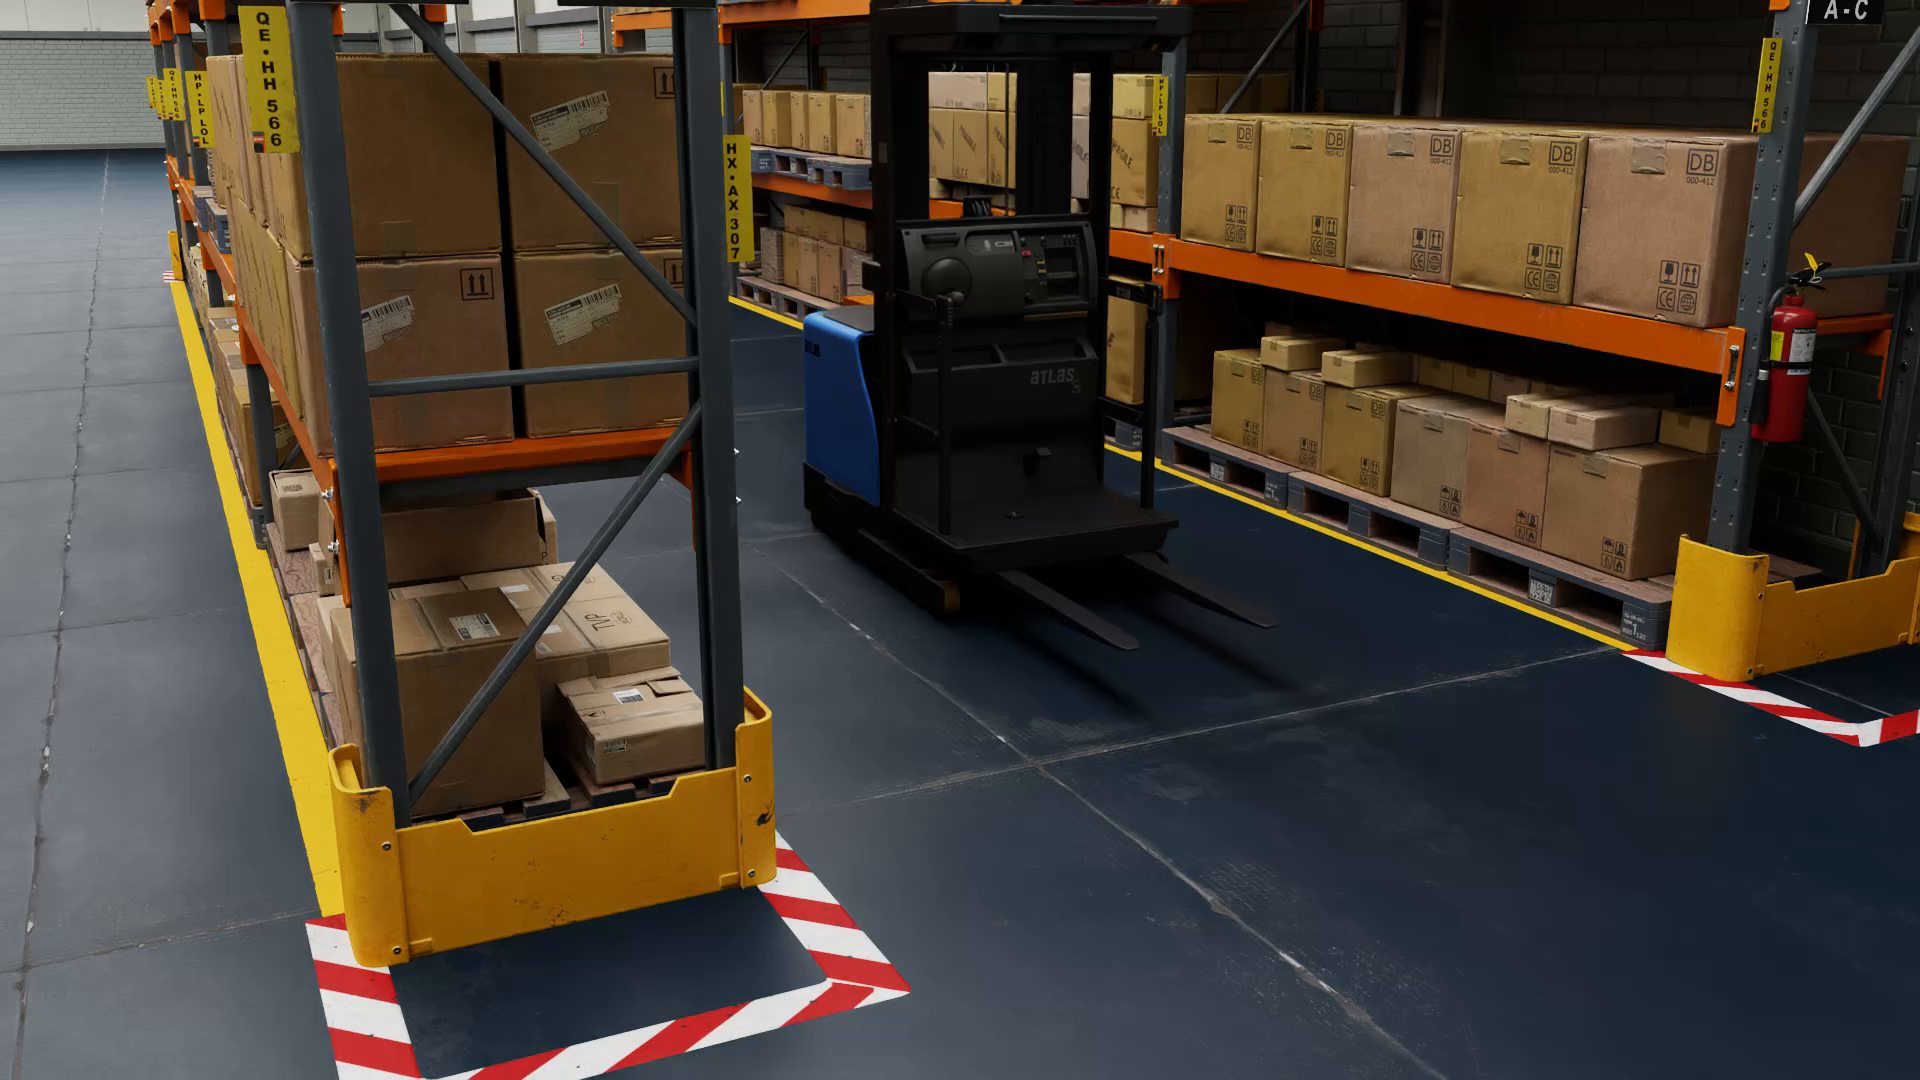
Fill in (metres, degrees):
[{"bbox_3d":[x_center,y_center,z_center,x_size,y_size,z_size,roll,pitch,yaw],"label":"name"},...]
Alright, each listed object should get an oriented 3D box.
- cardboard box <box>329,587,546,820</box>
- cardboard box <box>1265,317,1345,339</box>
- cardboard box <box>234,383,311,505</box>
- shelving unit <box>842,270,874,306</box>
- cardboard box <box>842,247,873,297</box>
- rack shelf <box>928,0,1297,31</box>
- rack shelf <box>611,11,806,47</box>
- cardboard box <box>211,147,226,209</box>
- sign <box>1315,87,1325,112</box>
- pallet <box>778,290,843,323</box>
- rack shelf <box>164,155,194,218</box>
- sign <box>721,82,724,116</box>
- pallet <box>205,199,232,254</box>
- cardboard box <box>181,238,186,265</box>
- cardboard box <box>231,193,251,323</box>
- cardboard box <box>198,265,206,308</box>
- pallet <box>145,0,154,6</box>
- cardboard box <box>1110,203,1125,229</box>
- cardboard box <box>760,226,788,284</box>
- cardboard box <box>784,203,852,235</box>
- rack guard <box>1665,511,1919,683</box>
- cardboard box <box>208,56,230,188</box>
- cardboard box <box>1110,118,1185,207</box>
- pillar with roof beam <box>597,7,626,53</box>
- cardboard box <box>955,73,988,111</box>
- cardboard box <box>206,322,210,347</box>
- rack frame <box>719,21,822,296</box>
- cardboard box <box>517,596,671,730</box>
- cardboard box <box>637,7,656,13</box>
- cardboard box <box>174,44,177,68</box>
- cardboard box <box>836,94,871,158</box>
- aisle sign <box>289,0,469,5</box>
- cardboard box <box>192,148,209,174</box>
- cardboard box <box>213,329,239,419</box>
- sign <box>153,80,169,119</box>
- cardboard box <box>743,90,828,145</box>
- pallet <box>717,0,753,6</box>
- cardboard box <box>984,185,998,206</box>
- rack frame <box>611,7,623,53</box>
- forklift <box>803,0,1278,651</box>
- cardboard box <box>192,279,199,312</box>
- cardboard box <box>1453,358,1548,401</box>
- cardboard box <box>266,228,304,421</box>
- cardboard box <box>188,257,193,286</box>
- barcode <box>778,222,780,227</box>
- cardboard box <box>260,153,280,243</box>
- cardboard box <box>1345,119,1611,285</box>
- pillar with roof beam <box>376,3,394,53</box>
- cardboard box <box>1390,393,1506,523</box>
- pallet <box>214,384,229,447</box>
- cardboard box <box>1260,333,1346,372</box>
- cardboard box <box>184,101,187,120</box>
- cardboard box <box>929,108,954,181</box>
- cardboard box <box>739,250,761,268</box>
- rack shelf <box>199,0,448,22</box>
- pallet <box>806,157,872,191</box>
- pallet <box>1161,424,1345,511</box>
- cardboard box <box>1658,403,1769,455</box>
[{"bbox_3d":[-1.539,0.474,4.893,0.500,0.500,0.500,-8,18,-25],"label":"cardboard box"},{"bbox_3d":[1.970,-1.176,9.505,0.380,0.149,0.250,-8,18,-25],"label":"cardboard box"},{"bbox_3d":[-3.306,-0.500,8.289,0.500,0.500,0.500,-8,18,-25],"label":"cardboard box"},{"bbox_3d":[-0.423,-0.832,8.974,0.258,1.200,0.503,-7,18,-24],"label":"shelving unit"},{"bbox_3d":[-0.616,-2.318,14.623,0.700,0.500,0.500,-8,18,-25],"label":"cardboard box"},{"bbox_3d":[0.743,-3.594,11.202,1.077,0.370,4.000,-8,18,-25],"label":"rack shelf"},{"bbox_3d":[-2.761,-5.577,18.115,1.077,0.370,4.000,-8,18,-25],"label":"rack shelf"},{"bbox_3d":[-3.661,-2.083,9.128,0.700,0.500,0.500,-13,21,-39],"label":"cardboard box"},{"bbox_3d":[2.118,-2.523,9.893,0.100,0.325,0.005,-8,18,-25],"label":"sign"},{"bbox_3d":[-1.004,-2.149,15.358,1.003,0.211,1.213,-8,18,-25],"label":"pallet"},{"bbox_3d":[-7.213,-3.536,16.439,1.077,0.370,4.000,-8,18,-25],"label":"rack shelf"},{"bbox_3d":[-2.370,-4.334,16.346,0.100,0.325,0.005,-8,18,-25],"label":"sign"},{"bbox_3d":[-3.728,-1.820,9.504,1.003,0.211,1.213,-8,18,-25],"label":"pallet"},{"bbox_3d":[-8.054,-3.098,17.832,0.500,0.250,0.500,-8,18,-25],"label":"cardboard box"},{"bbox_3d":[-2.626,-1.165,6.689,0.500,0.500,0.500,-7,18,-24],"label":"cardboard box"},{"bbox_3d":[-5.705,-2.022,13.066,0.500,0.311,0.500,-7,17,-23],"label":"cardboard box"},{"bbox_3d":[-7.803,-5.599,17.045,1.003,0.211,1.213,-8,18,-25],"label":"pallet"},{"bbox_3d":[1.085,-2.000,10.201,0.380,0.149,0.250,-7,18,-24],"label":"cardboard box"},{"bbox_3d":[-1.548,-2.815,16.356,0.700,0.500,0.500,-7,17,-23],"label":"cardboard box"},{"bbox_3d":[-1.352,-3.067,15.874,0.500,0.250,0.500,-8,18,-26],"label":"cardboard box"},{"bbox_3d":[3.382,0.197,6.656,1.175,0.500,0.348,-8,18,-25],"label":"rack guard"},{"bbox_3d":[-2.652,-1.652,6.576,0.500,0.500,0.500,-8,18,-27],"label":"cardboard box"},{"bbox_3d":[1.191,-2.287,10.024,0.500,0.500,0.500,-8,18,-26],"label":"cardboard box"},{"bbox_3d":[-9.052,-8.759,22.461,9.100,9.000,0.400,-8,18,-25],"label":"pillar with roof beam"},{"bbox_3d":[0.293,-3.154,11.688,0.500,0.250,0.500,-8,18,-25],"label":"cardboard box"},{"bbox_3d":[-5.481,-1.628,12.708,0.500,0.250,0.500,-7,18,-24],"label":"cardboard box"},{"bbox_3d":[-1.885,-3.986,16.701,1.000,3.000,0.127,-8,18,-25],"label":"rack frame"},{"bbox_3d":[-1.282,0.407,5.583,0.500,0.250,0.500,-8,18,-25],"label":"cardboard box"},{"bbox_3d":[-3.282,-6.098,18.407,0.500,0.500,0.500,-7,17,-22],"label":"cardboard box"},{"bbox_3d":[-7.196,-4.540,16.101,0.700,0.500,0.500,-8,18,-25],"label":"cardboard box"},{"bbox_3d":[-0.617,-3.504,14.044,0.700,0.500,0.500,-10,19,-30],"label":"cardboard box"},{"bbox_3d":[-1.325,-1.606,3.697,0.394,0.787,0.004,-8,18,-25],"label":"aisle sign"},{"bbox_3d":[-6.537,-3.543,14.979,0.700,0.500,0.500,-8,18,-26],"label":"cardboard box"},{"bbox_3d":[-4.192,-1.003,10.041,0.500,0.500,0.500,-8,18,-26],"label":"cardboard box"},{"bbox_3d":[-6.835,-3.773,14.246,0.100,0.325,0.005,-8,18,-25],"label":"sign"},{"bbox_3d":[-1.693,-4.115,16.172,0.700,0.500,0.500,-8,18,-25],"label":"cardboard box"},{"bbox_3d":[-1.711,-5.171,15.735,1.213,0.211,1.003,-8,18,-25],"label":"pallet"},{"bbox_3d":[0.392,-2.457,11.795,0.380,0.149,0.250,-7,18,-24],"label":"cardboard box"},{"bbox_3d":[-3.638,-4.977,20.157,1.000,3.000,0.127,-8,18,-25],"label":"rack frame"},{"bbox_3d":[0.274,-1.212,7.159,1.130,2.935,3.031,-7,18,-24],"label":"forklift"},{"bbox_3d":[-6.383,-2.136,14.480,0.500,0.250,0.500,-8,18,-26],"label":"cardboard box"},{"bbox_3d":[2.653,-0.791,8.163,0.380,0.149,0.250,-7,18,-24],"label":"cardboard box"},{"bbox_3d":[-1.751,-0.665,4.948,0.500,0.500,0.500,-7,18,-24],"label":"cardboard box"},{"bbox_3d":[-7.179,-2.602,16.104,0.500,0.250,0.500,-8,18,-25],"label":"cardboard box"},{"bbox_3d":[-1.906,-3.312,17.509,0.001,0.075,0.075,-8,18,-25],"label":"barcode"},{"bbox_3d":[-1.744,-1.141,4.796,0.500,0.500,0.500,-7,17,-23],"label":"cardboard box"},{"bbox_3d":[2.485,-1.649,8.014,0.980,0.700,0.700,-9,18,-28],"label":"cardboard box"},{"bbox_3d":[-19.566,-14.710,43.198,9.100,9.000,0.400,-8,18,-25],"label":"pillar with roof beam"},{"bbox_3d":[2.535,-0.421,8.049,0.700,0.500,0.500,-8,18,-27],"label":"cardboard box"},{"bbox_3d":[-4.291,-0.864,10.879,1.003,0.211,1.213,-8,18,-25],"label":"pallet"},{"bbox_3d":[1.841,-1.009,8.924,0.380,0.149,0.250,-7,17,-23],"label":"cardboard box"},{"bbox_3d":[-6.648,-3.787,14.653,0.380,0.149,0.250,-8,18,-25],"label":"cardboard box"},{"bbox_3d":[0.071,-2.912,12.203,0.500,0.500,0.500,-7,17,-23],"label":"cardboard box"},{"bbox_3d":[-2.147,-2.964,17.481,0.380,0.166,0.250,-10,19,-32],"label":"cardboard box"},{"bbox_3d":[-1.956,-2.002,5.657,1.077,0.370,4.000,-8,18,-25],"label":"rack shelf"},{"bbox_3d":[-0.541,-3.065,13.842,1.213,0.211,1.003,-8,18,-25],"label":"pallet"},{"bbox_3d":[1.882,-0.464,9.483,1.003,0.211,1.213,-8,18,-25],"label":"pallet"},{"bbox_3d":[3.210,-0.477,7.069,0.380,0.149,0.250,-8,18,-25],"label":"cardboard box"}]
